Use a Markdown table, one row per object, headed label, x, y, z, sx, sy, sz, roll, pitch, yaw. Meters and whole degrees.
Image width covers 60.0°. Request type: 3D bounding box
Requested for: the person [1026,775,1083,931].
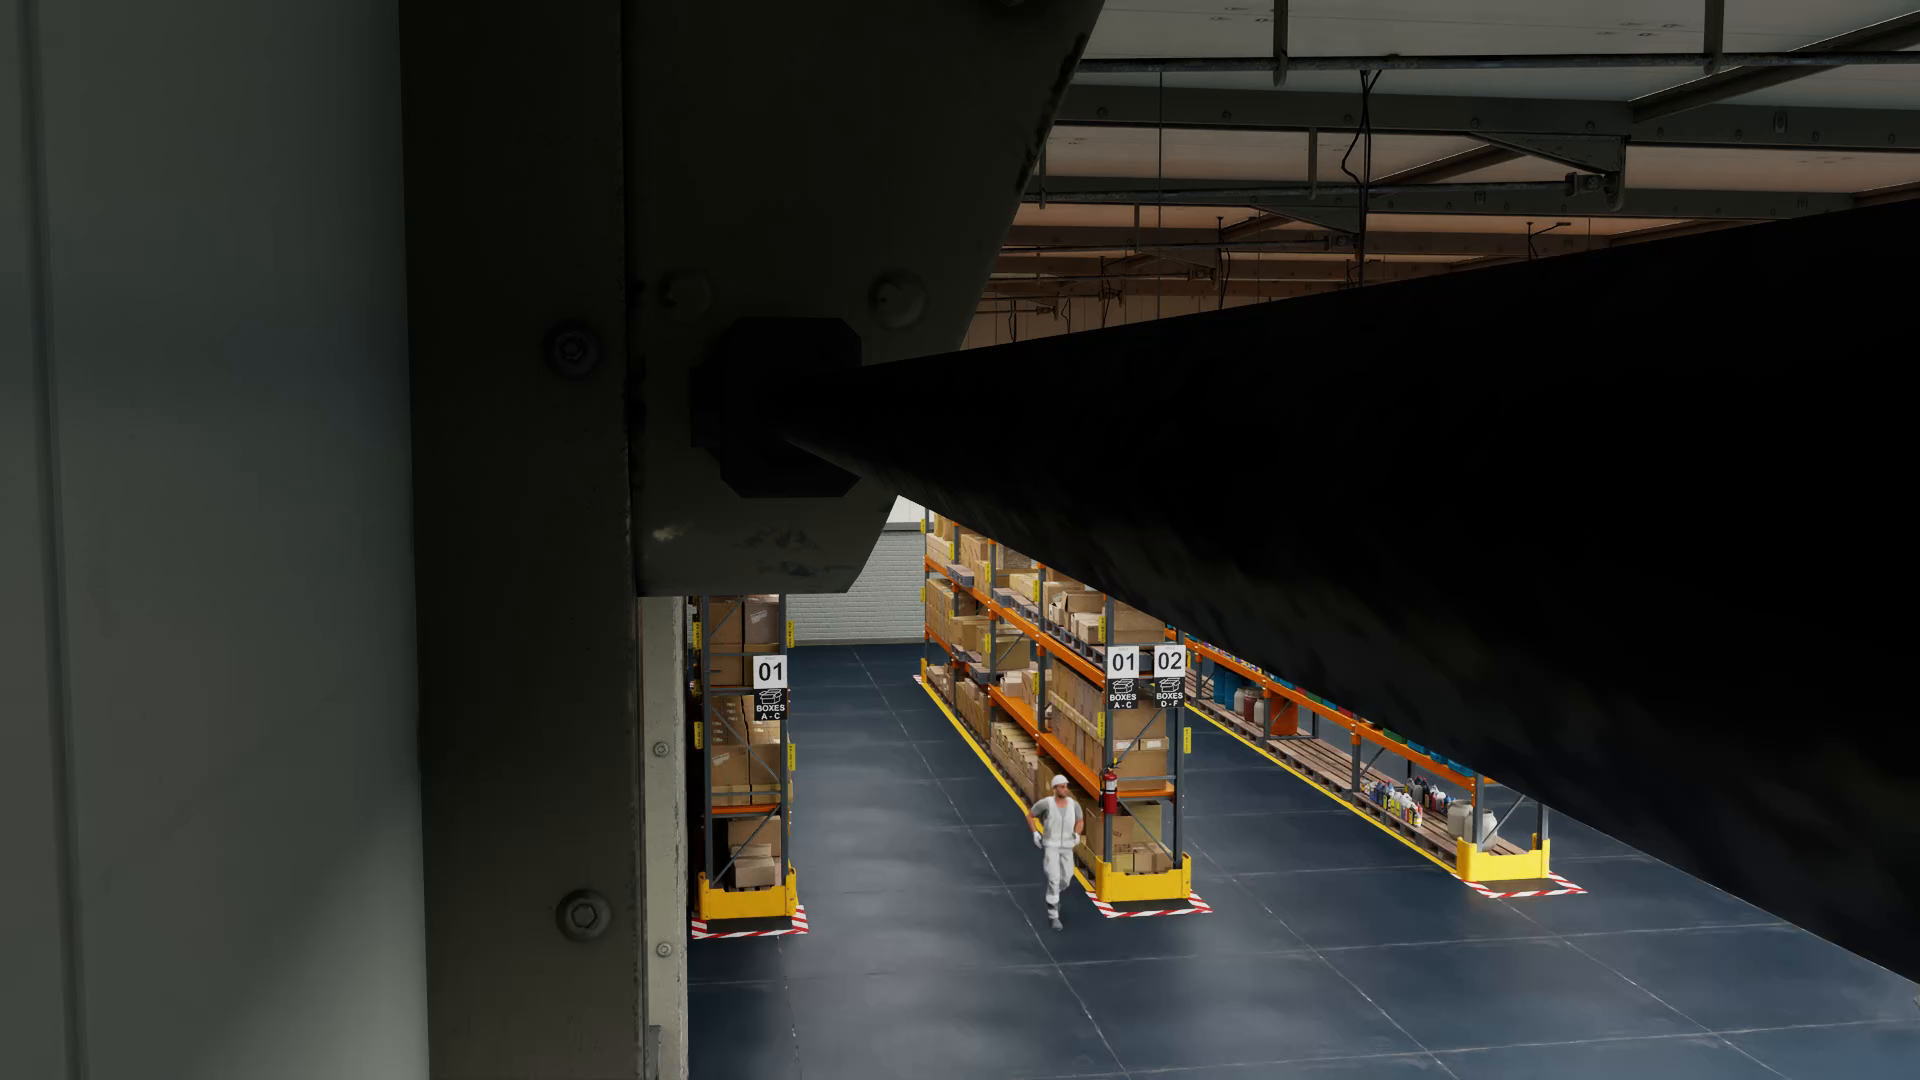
| label | x | y | z | sx | sy | sz | roll | pitch | yaw |
| --- | --- | --- | --- | --- | --- | --- | --- | --- | --- |
| person | 1.190 | 3.707 | 20.008 | 0.695 | 1.756 | 0.908 | -1 | 5 | -16 |
